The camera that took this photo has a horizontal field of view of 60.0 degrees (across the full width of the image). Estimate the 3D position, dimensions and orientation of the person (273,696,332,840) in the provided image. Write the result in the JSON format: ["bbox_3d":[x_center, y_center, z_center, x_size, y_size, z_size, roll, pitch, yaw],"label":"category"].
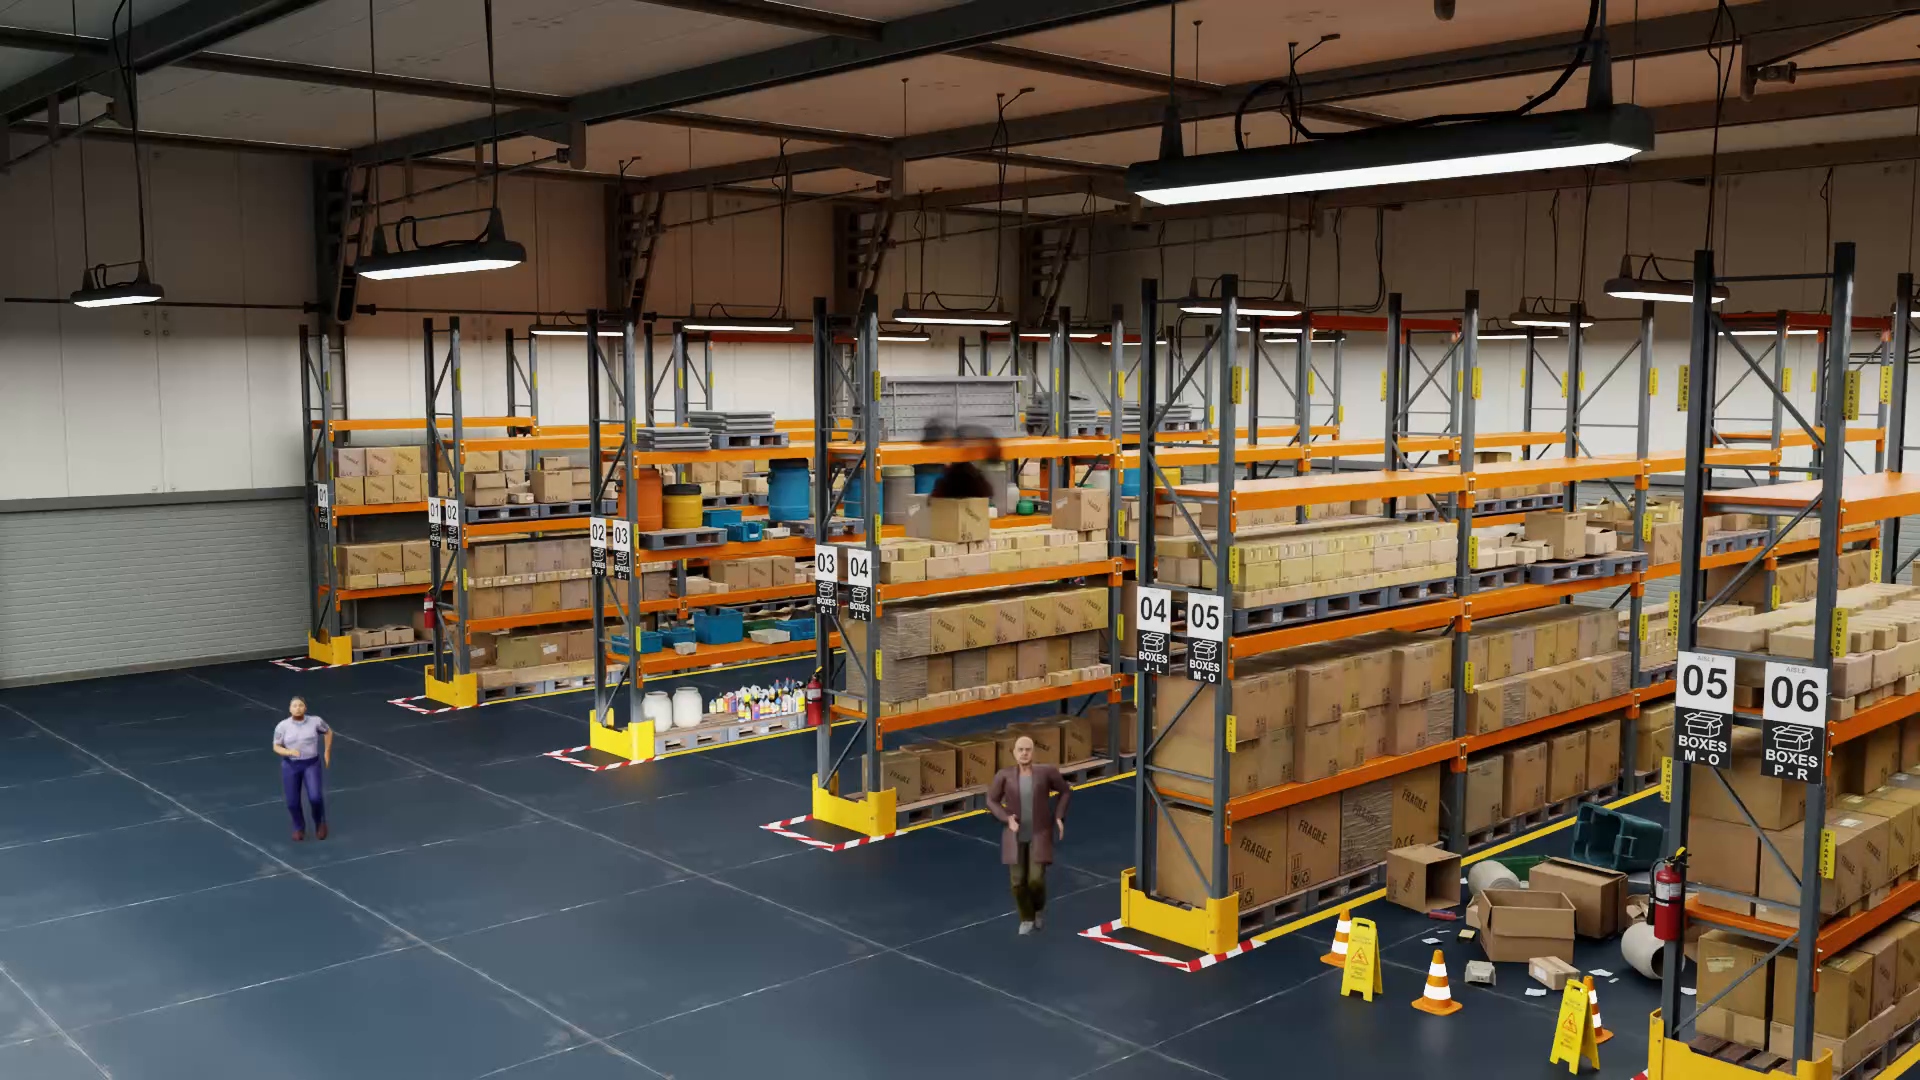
[{"bbox_3d":[-7.195,2.517,18.202,0.582,1.624,0.648,-2,6,-20],"label":"person"}]

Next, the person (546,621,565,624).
[{"bbox_3d":[-7.079,1.356,29.236,0.663,1.775,0.810,5,7,39],"label":"person"}]

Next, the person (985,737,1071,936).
[{"bbox_3d":[0.575,2.572,14.403,0.726,1.734,0.613,1,6,9],"label":"person"}]
